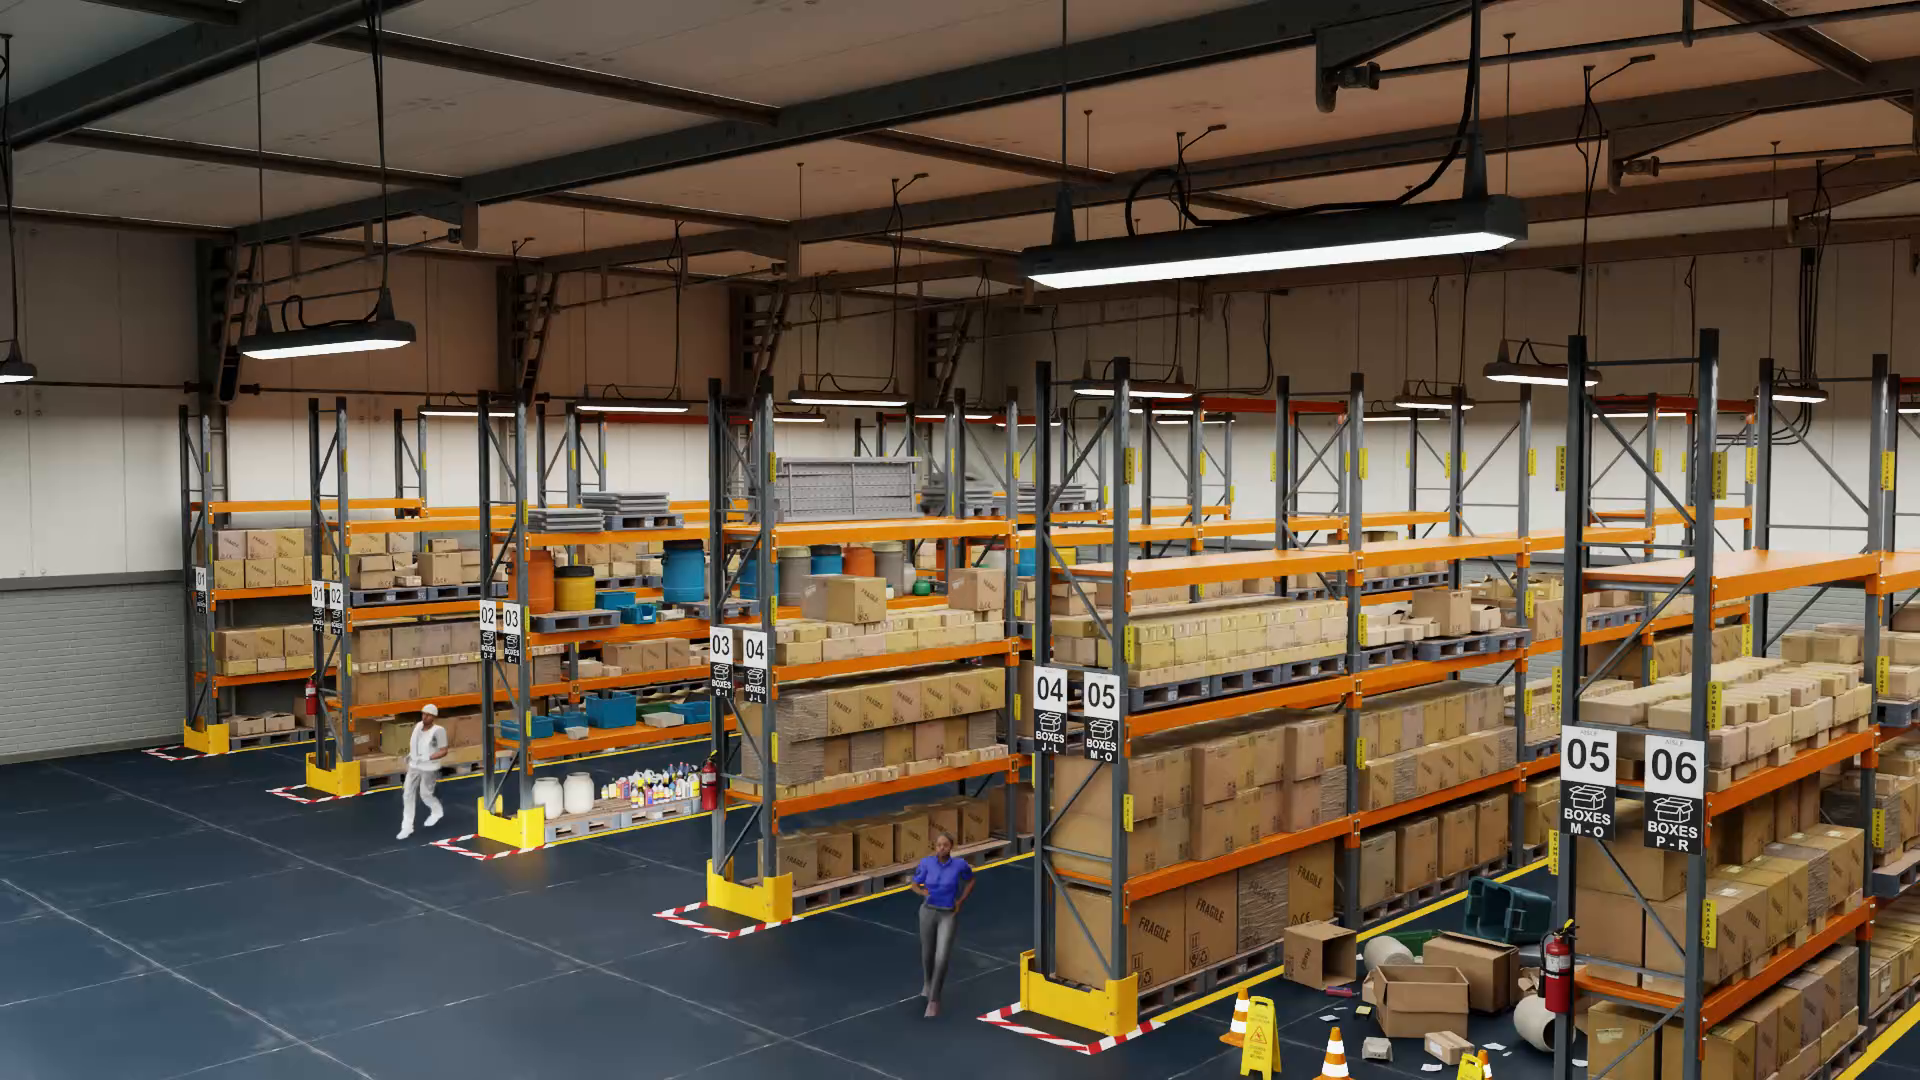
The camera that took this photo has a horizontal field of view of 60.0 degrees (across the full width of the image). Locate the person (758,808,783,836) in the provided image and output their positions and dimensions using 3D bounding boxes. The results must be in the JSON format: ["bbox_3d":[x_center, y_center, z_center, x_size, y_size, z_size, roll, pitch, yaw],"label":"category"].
[{"bbox_3d":[-2.391,3.235,20.778,0.605,1.654,0.547,3,4,41],"label":"person"}]

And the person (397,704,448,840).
[{"bbox_3d":[-7.199,3.097,22.483,0.707,1.780,0.860,1,3,21],"label":"person"}]

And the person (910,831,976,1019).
[{"bbox_3d":[-0.169,3.543,15.414,0.579,1.715,0.733,1,3,11],"label":"person"}]
